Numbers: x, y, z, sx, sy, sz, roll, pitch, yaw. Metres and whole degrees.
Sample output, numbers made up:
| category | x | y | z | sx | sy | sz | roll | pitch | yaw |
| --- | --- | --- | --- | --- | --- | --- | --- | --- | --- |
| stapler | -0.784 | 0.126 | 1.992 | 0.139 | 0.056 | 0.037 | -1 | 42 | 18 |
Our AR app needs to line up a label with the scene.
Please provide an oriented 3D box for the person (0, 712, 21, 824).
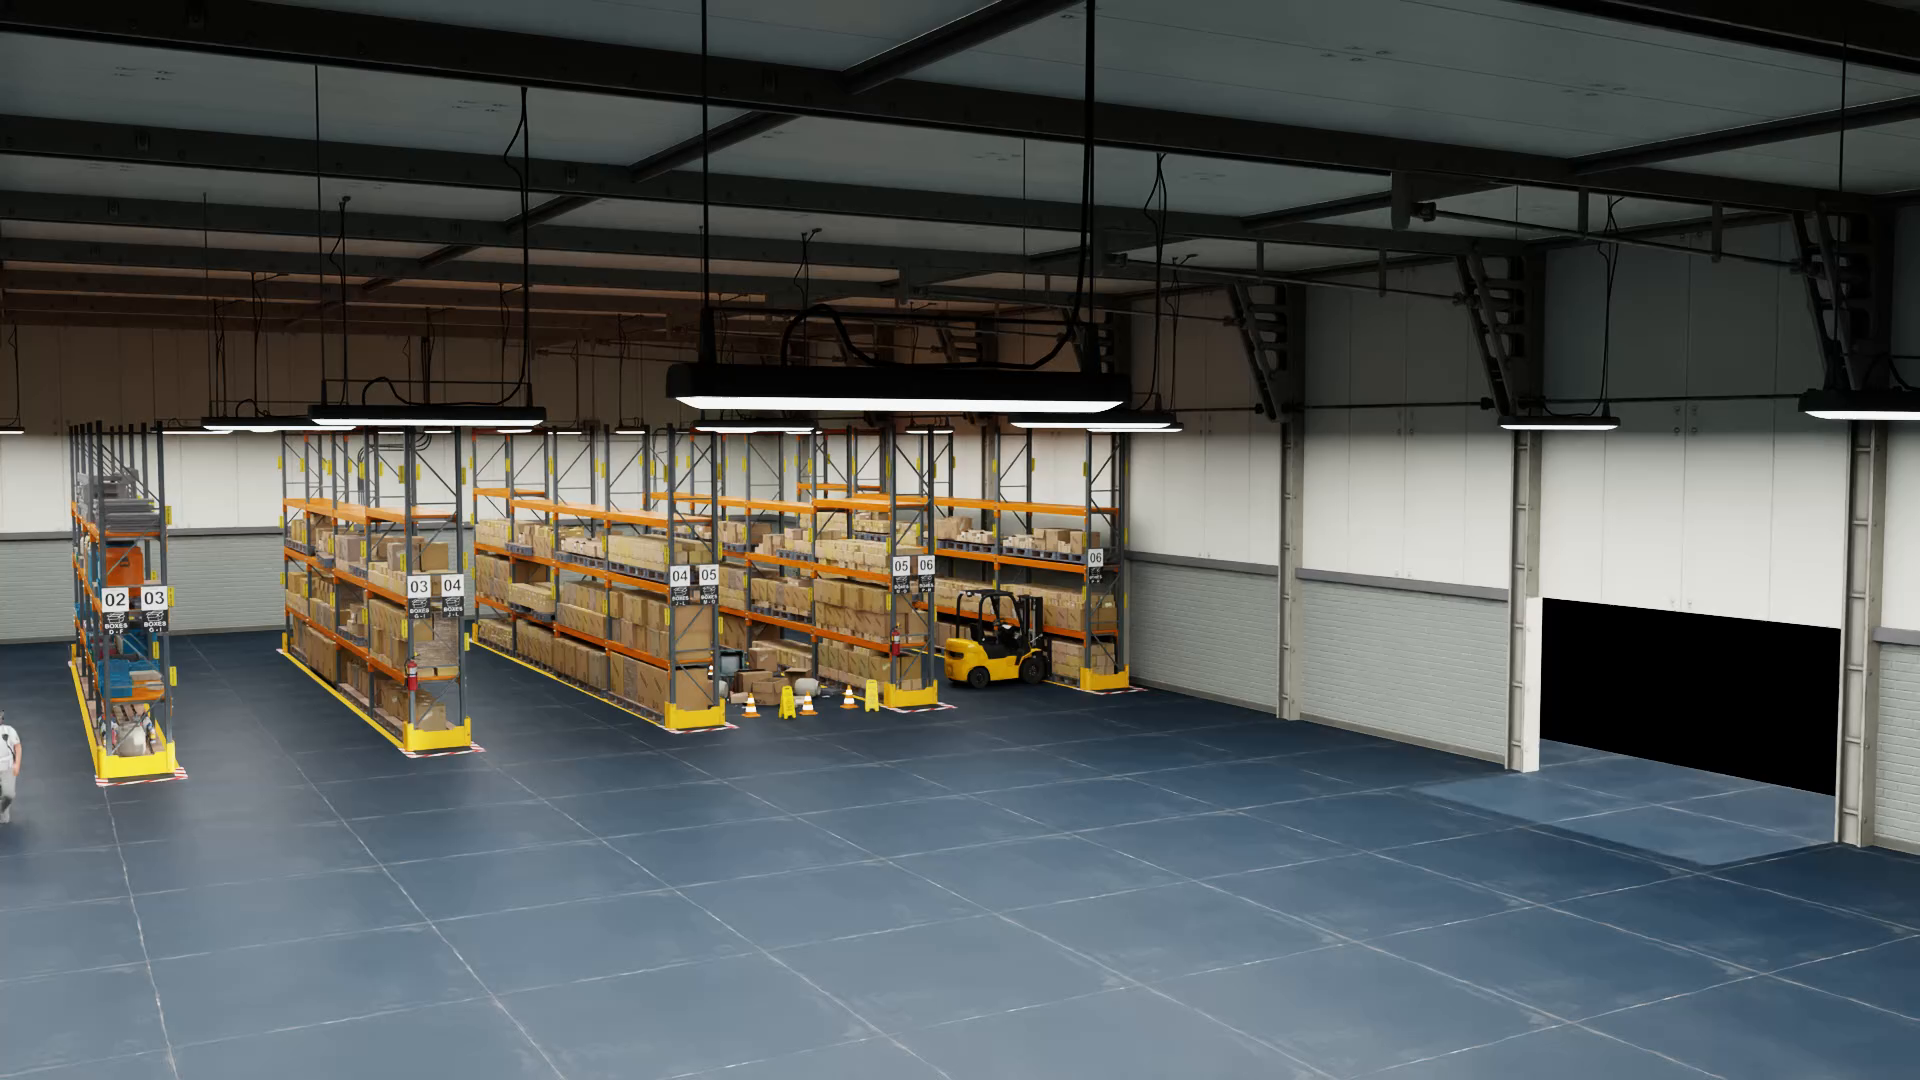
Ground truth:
| category | x | y | z | sx | sy | sz | roll | pitch | yaw |
| --- | --- | --- | --- | --- | --- | --- | --- | --- | --- |
| person | -14.164 | 3.352 | 24.451 | 0.636 | 1.745 | 0.603 | -2 | 4 | -29 |

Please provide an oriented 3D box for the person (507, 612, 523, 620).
| category | x | y | z | sx | sy | sz | roll | pitch | yaw |
| --- | --- | --- | --- | --- | --- | --- | --- | --- | --- |
| person | -13.076 | 1.807 | 48.987 | 0.616 | 1.765 | 0.714 | 2 | 4 | 26 |
